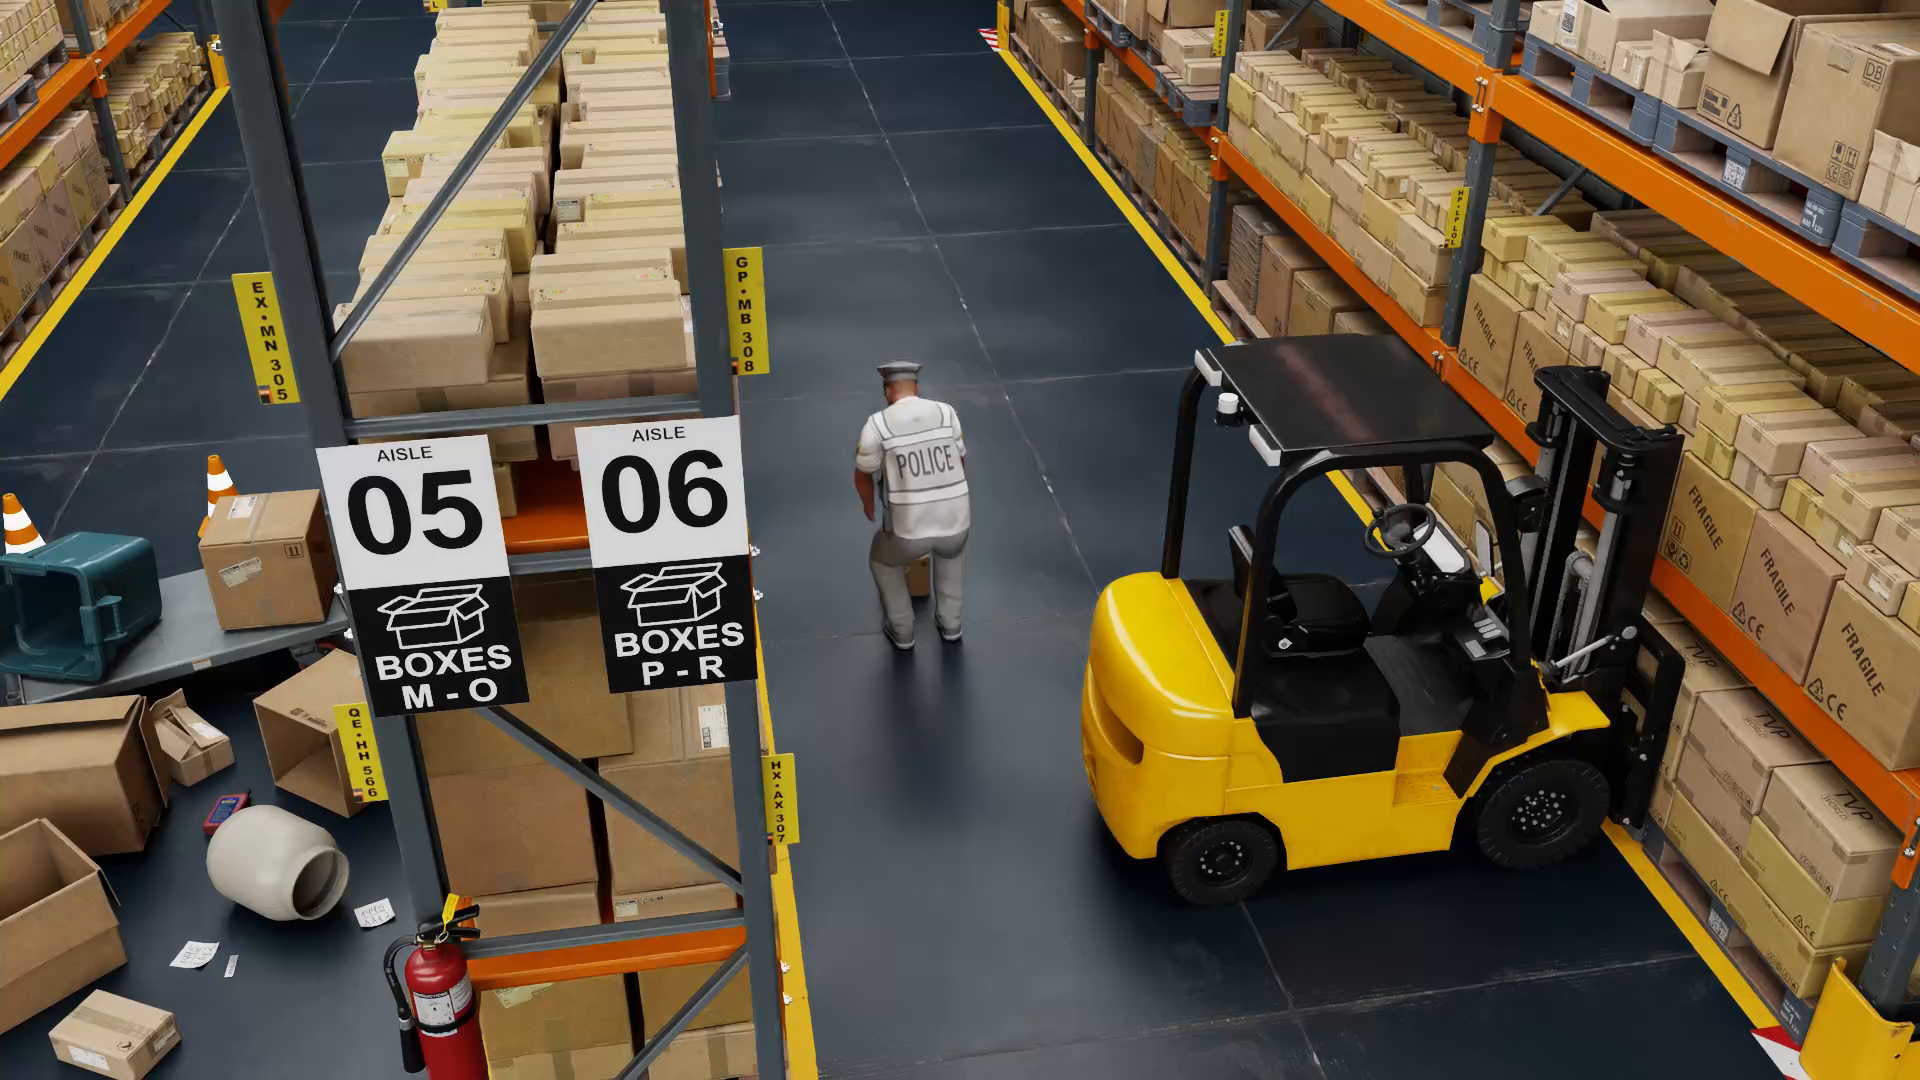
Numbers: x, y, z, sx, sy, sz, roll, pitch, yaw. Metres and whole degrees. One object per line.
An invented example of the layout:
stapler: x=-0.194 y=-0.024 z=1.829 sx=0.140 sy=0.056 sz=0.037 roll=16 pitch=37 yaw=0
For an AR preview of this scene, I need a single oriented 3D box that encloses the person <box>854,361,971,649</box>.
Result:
person: x=-0.244 y=-0.161 z=8.666 sx=0.588 sy=1.496 sz=0.752 roll=-7 pitch=31 yaw=-12
